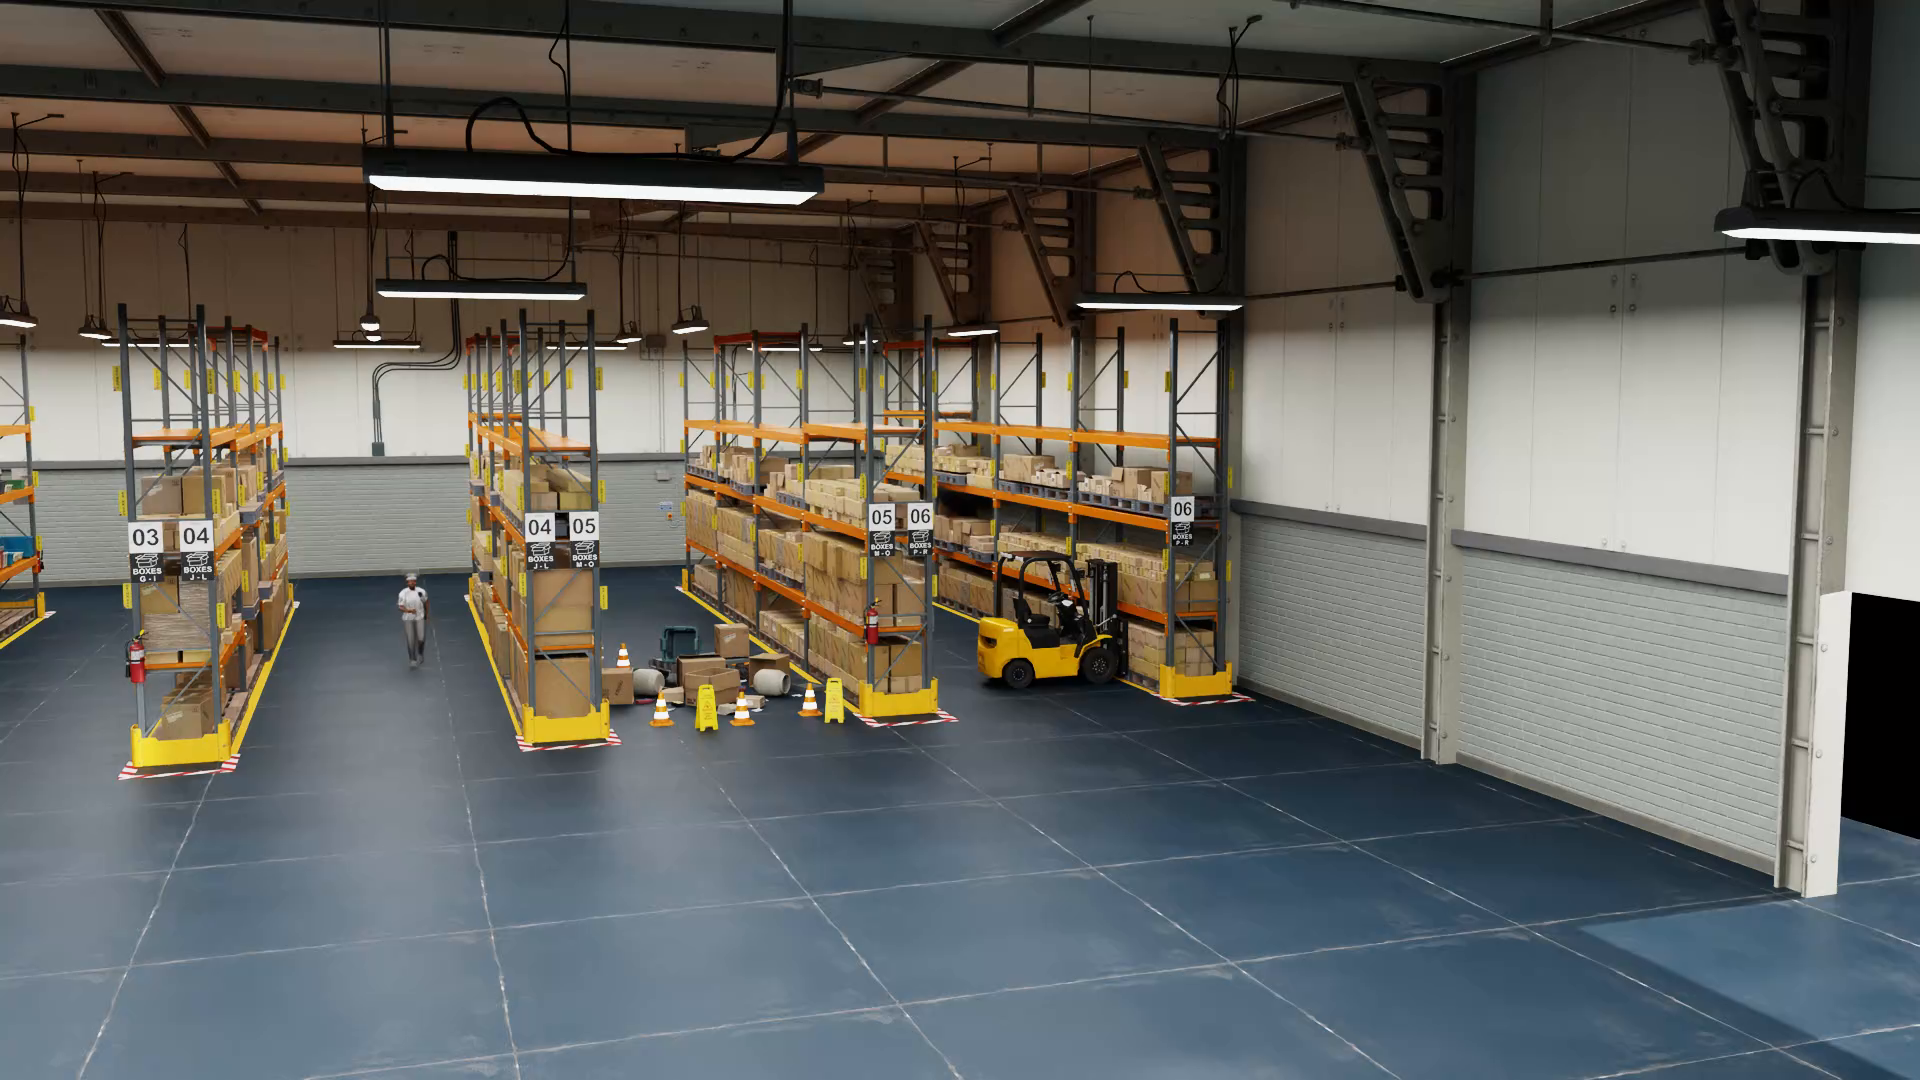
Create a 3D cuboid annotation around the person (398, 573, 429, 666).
[{"bbox_3d":[-9.563,1.402,29.178,0.546,1.655,0.608,-2,6,-24],"label":"person"}]
